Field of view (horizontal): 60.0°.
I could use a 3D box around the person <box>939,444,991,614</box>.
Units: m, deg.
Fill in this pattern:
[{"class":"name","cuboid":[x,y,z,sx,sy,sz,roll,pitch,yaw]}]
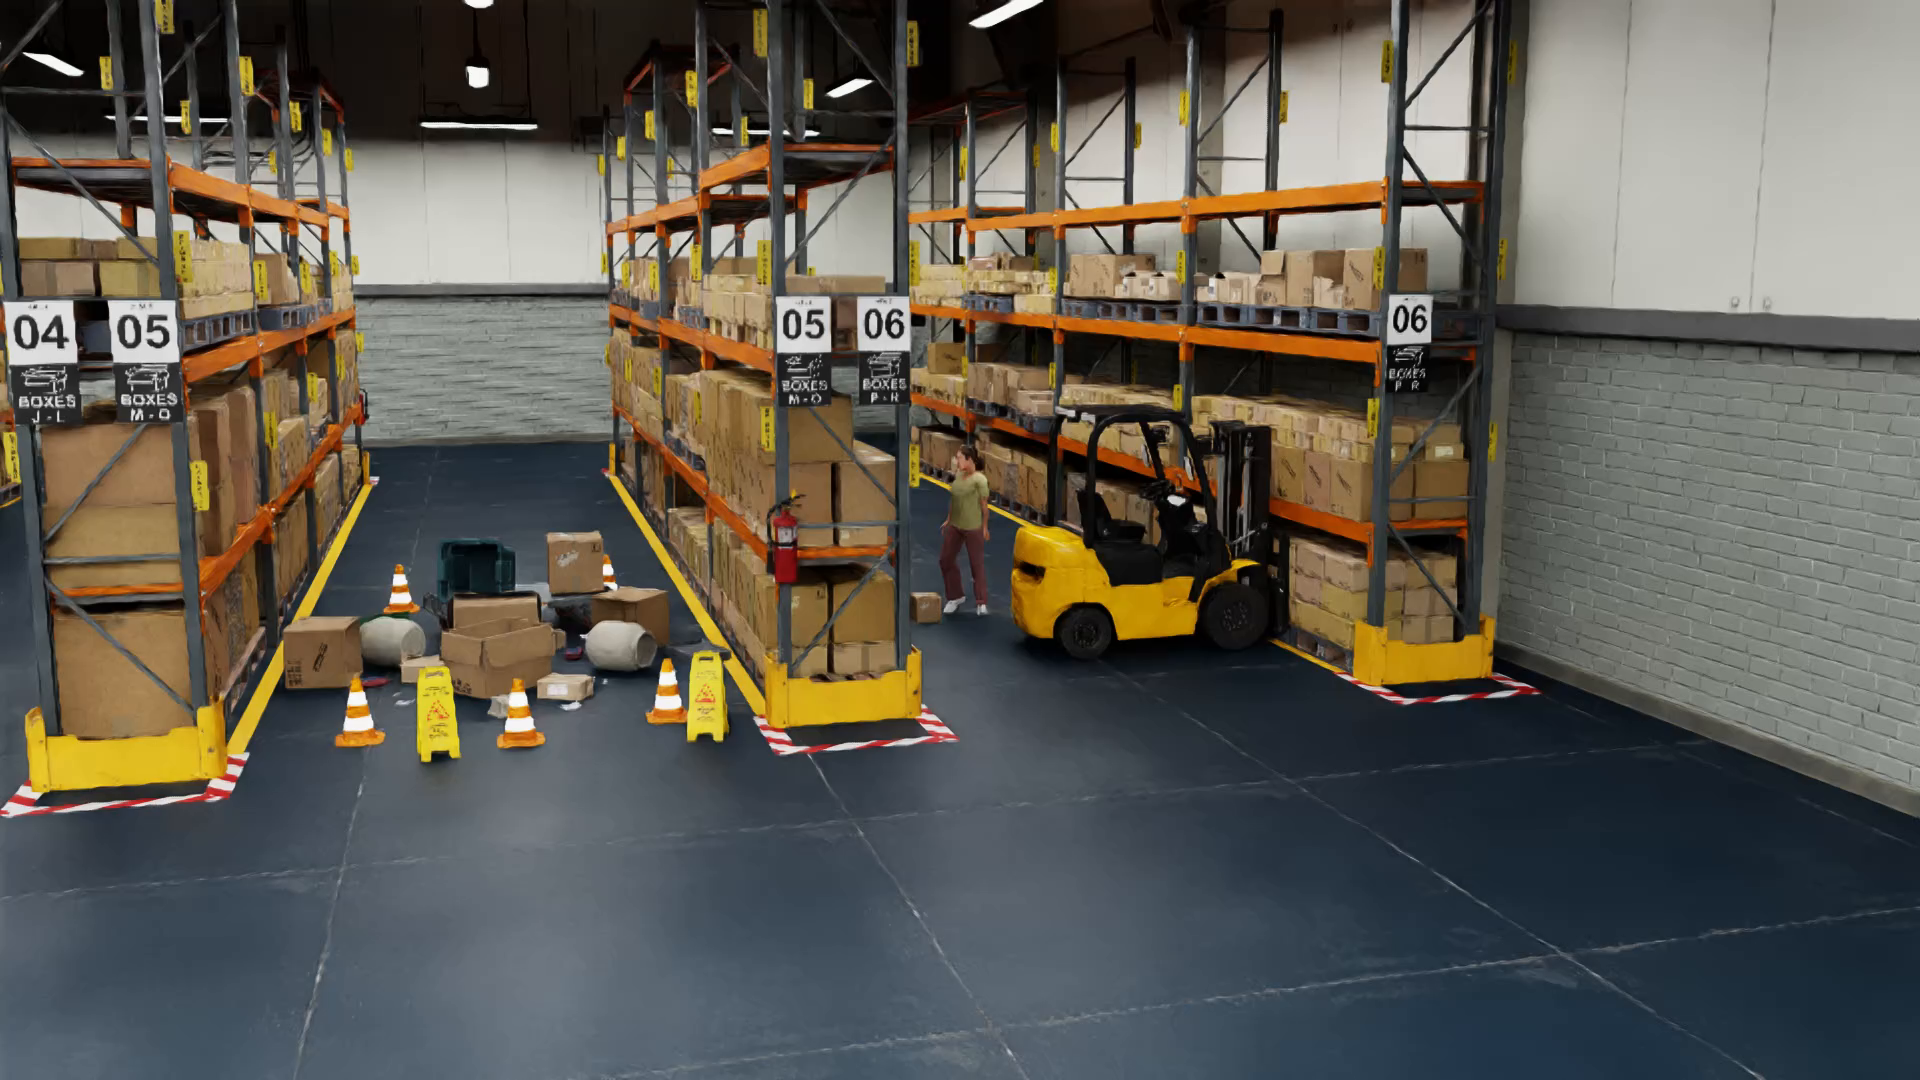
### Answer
[{"class":"person","cuboid":[0.058,-0.112,16.442,0.562,1.694,0.378,8,12,41]}]
